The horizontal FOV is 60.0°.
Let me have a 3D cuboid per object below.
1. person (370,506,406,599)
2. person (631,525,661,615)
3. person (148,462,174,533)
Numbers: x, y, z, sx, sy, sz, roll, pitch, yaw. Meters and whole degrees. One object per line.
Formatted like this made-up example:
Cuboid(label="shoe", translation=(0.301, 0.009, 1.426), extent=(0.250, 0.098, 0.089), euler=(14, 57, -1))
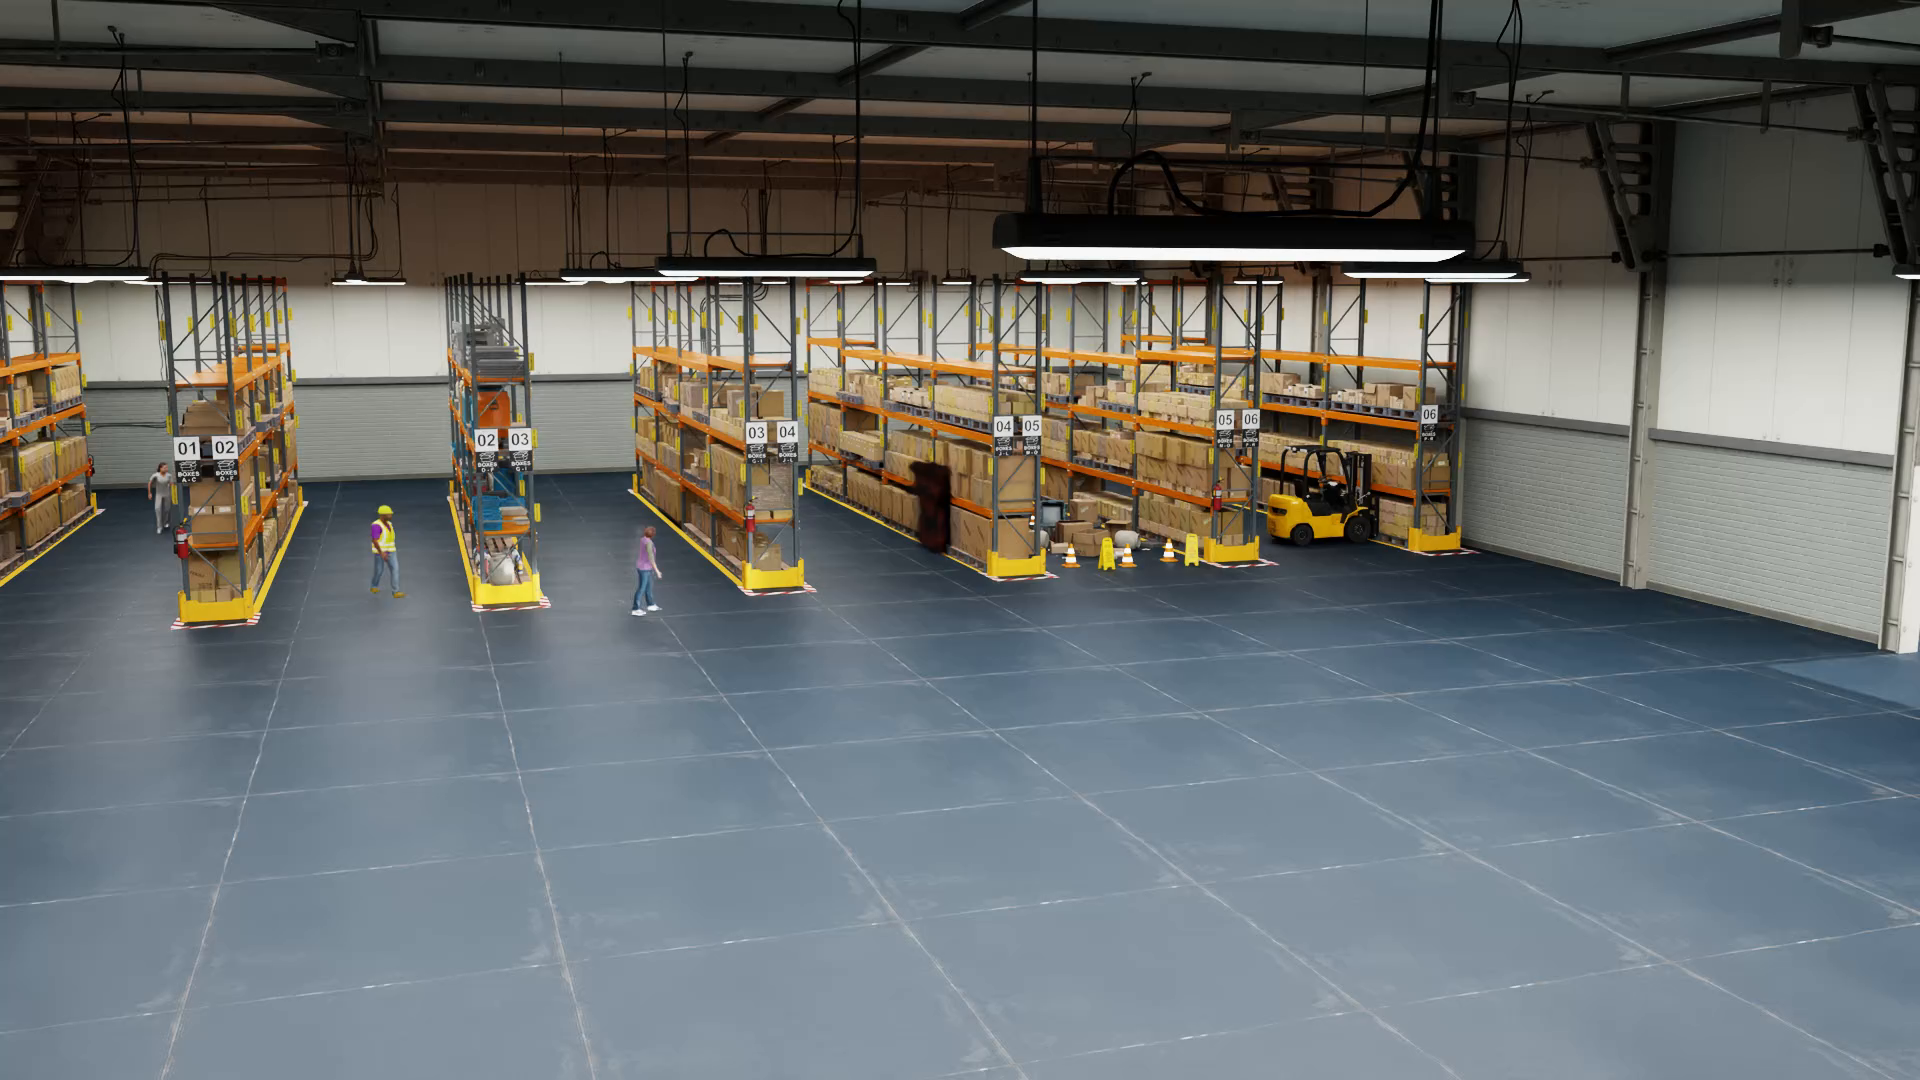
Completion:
Cuboid(label="person", translation=(-10.715, 0.228, 30.908), extent=(0.494, 1.732, 1.018), euler=(-8, 11, -41))
Cuboid(label="person", translation=(-5.564, 0.533, 29.456), extent=(0.572, 1.578, 0.584), euler=(-3, 9, -18))
Cuboid(label="person", translation=(-18.968, -1.033, 39.580), extent=(0.643, 1.644, 0.982), euler=(-3, 9, -19))
